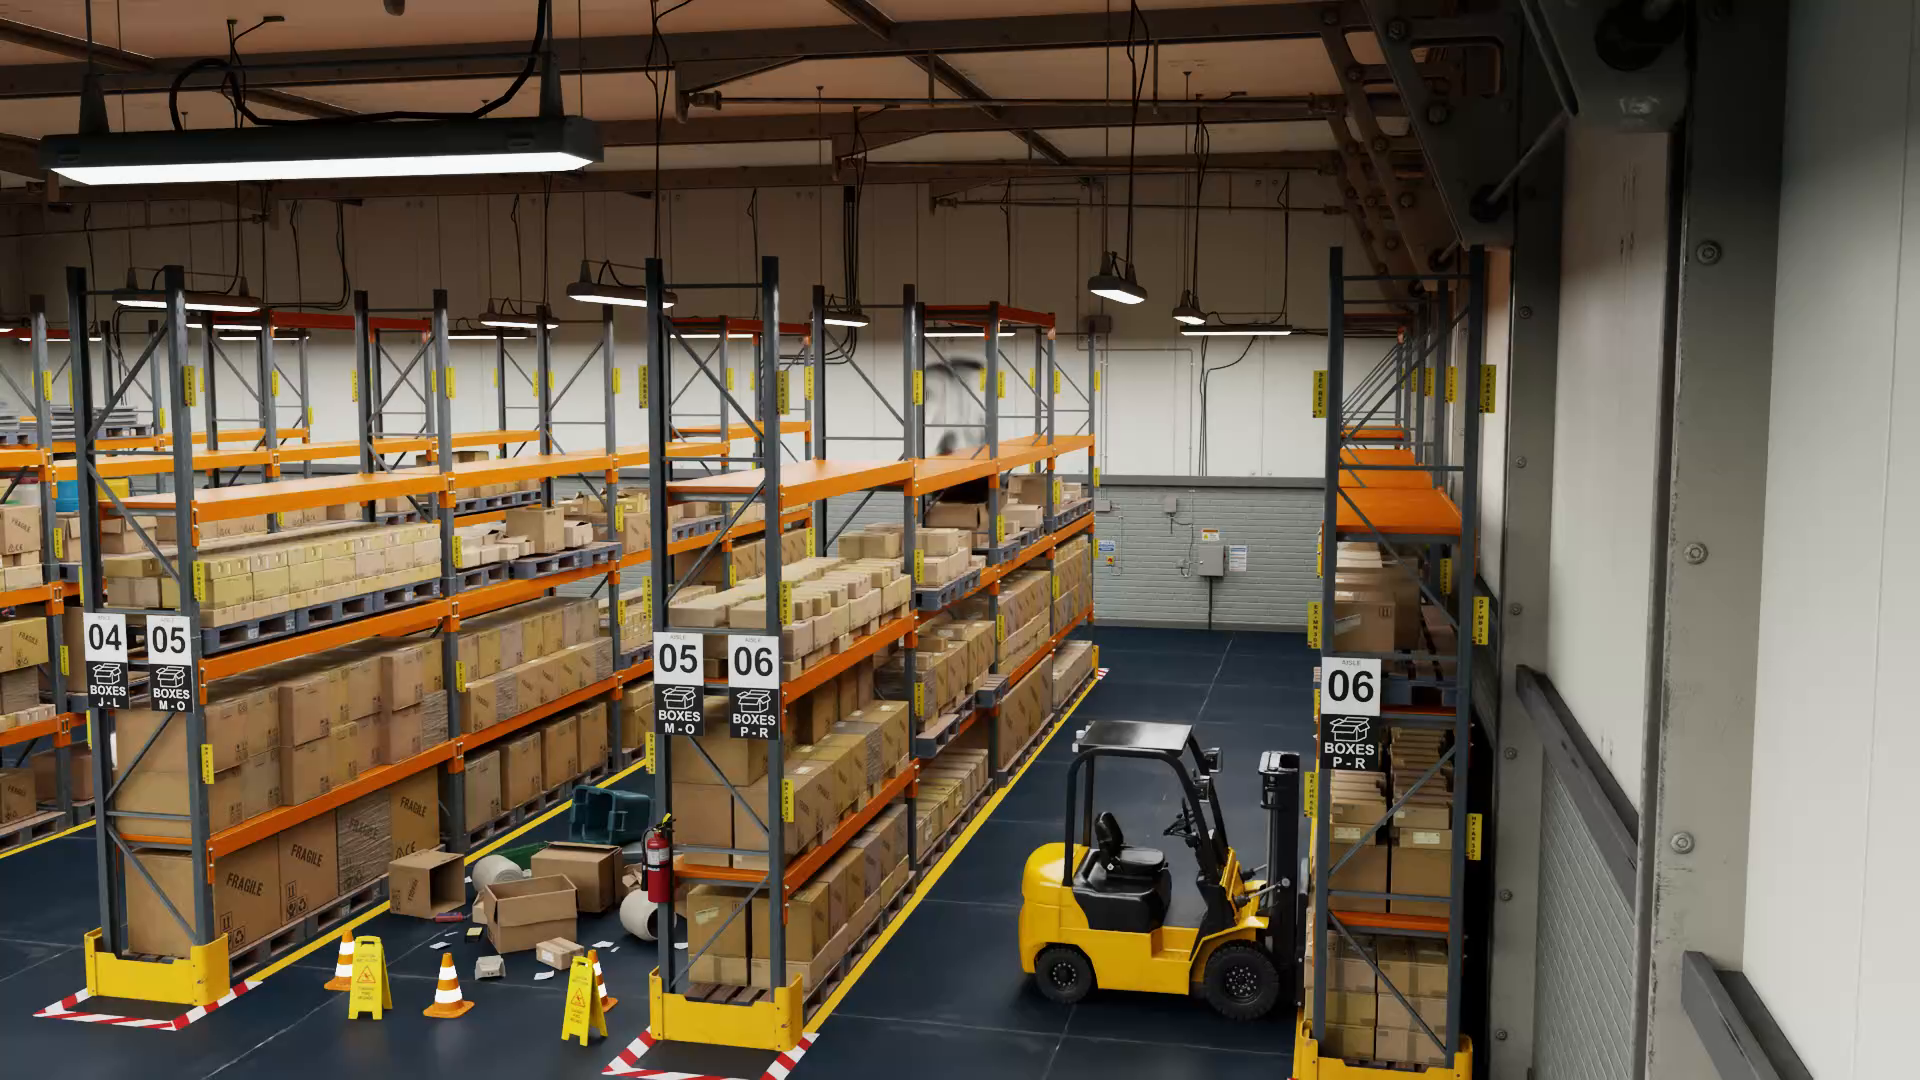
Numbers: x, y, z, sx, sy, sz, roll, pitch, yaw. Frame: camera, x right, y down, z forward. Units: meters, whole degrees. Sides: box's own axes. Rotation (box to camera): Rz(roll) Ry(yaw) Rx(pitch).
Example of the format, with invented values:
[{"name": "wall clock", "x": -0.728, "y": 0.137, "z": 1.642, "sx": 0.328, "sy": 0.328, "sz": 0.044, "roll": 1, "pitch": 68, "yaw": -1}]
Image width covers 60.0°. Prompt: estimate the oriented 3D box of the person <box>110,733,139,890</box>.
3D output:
[{"name": "person", "x": -8.389, "y": 2.562, "z": 16.891, "sx": 0.681, "sy": 1.803, "sz": 0.897, "roll": -1, "pitch": 6, "yaw": -8}]
